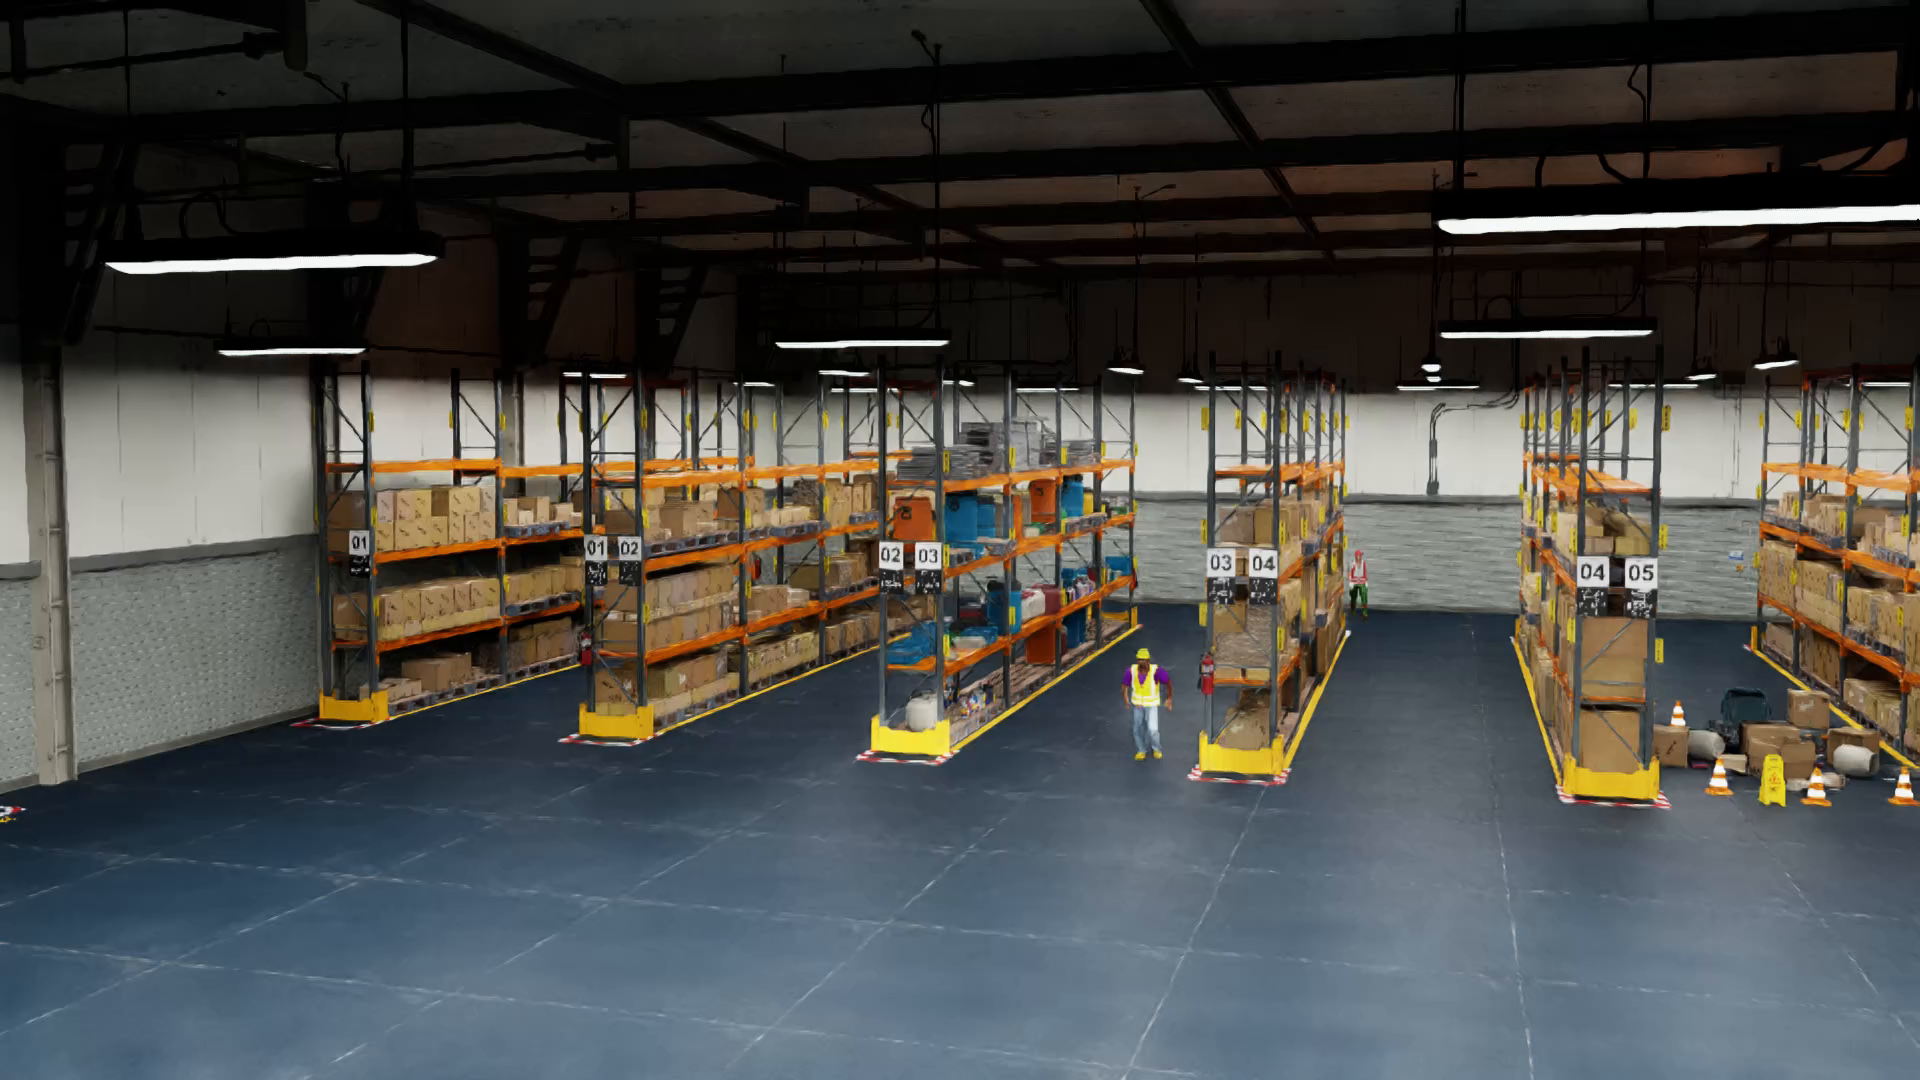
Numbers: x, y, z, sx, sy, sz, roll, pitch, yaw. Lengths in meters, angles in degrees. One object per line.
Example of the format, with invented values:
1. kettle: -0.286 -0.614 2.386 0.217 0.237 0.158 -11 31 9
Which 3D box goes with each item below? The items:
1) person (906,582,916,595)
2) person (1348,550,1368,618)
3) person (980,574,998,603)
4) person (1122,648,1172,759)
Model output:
1. person: -1.278 0.905 45.030 0.494 1.770 0.651 -2 4 -21
2. person: 10.129 1.104 42.322 0.528 1.728 1.032 1 4 8
3. person: 0.740 1.557 36.937 0.639 1.632 0.498 1 4 15
4. person: 2.737 2.418 24.495 0.723 1.692 0.659 2 4 24
